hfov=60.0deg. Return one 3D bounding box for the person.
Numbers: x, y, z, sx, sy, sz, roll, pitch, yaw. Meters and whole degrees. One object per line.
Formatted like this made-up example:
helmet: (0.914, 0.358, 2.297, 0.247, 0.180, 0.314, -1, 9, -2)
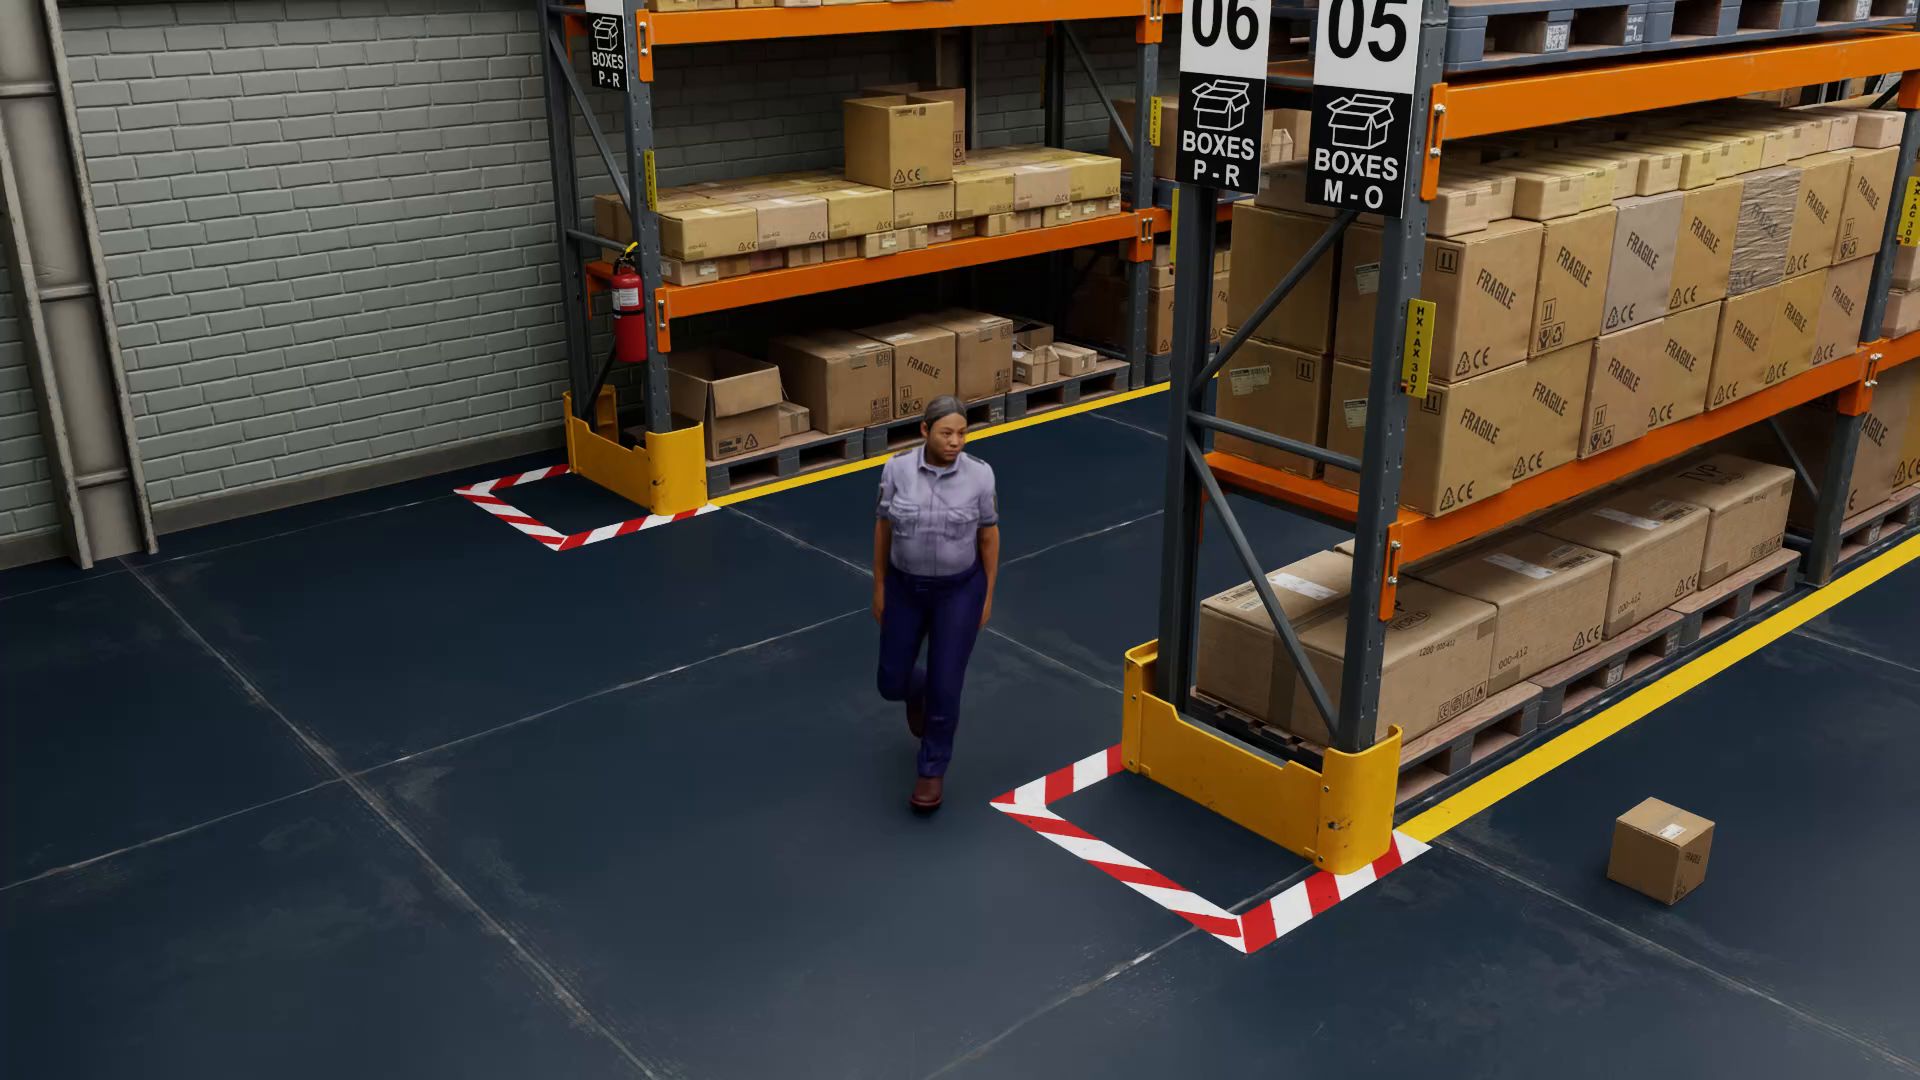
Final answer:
person: (-0.094, 0.198, 6.570, 0.494, 1.624, 0.703, 3, 21, 7)
